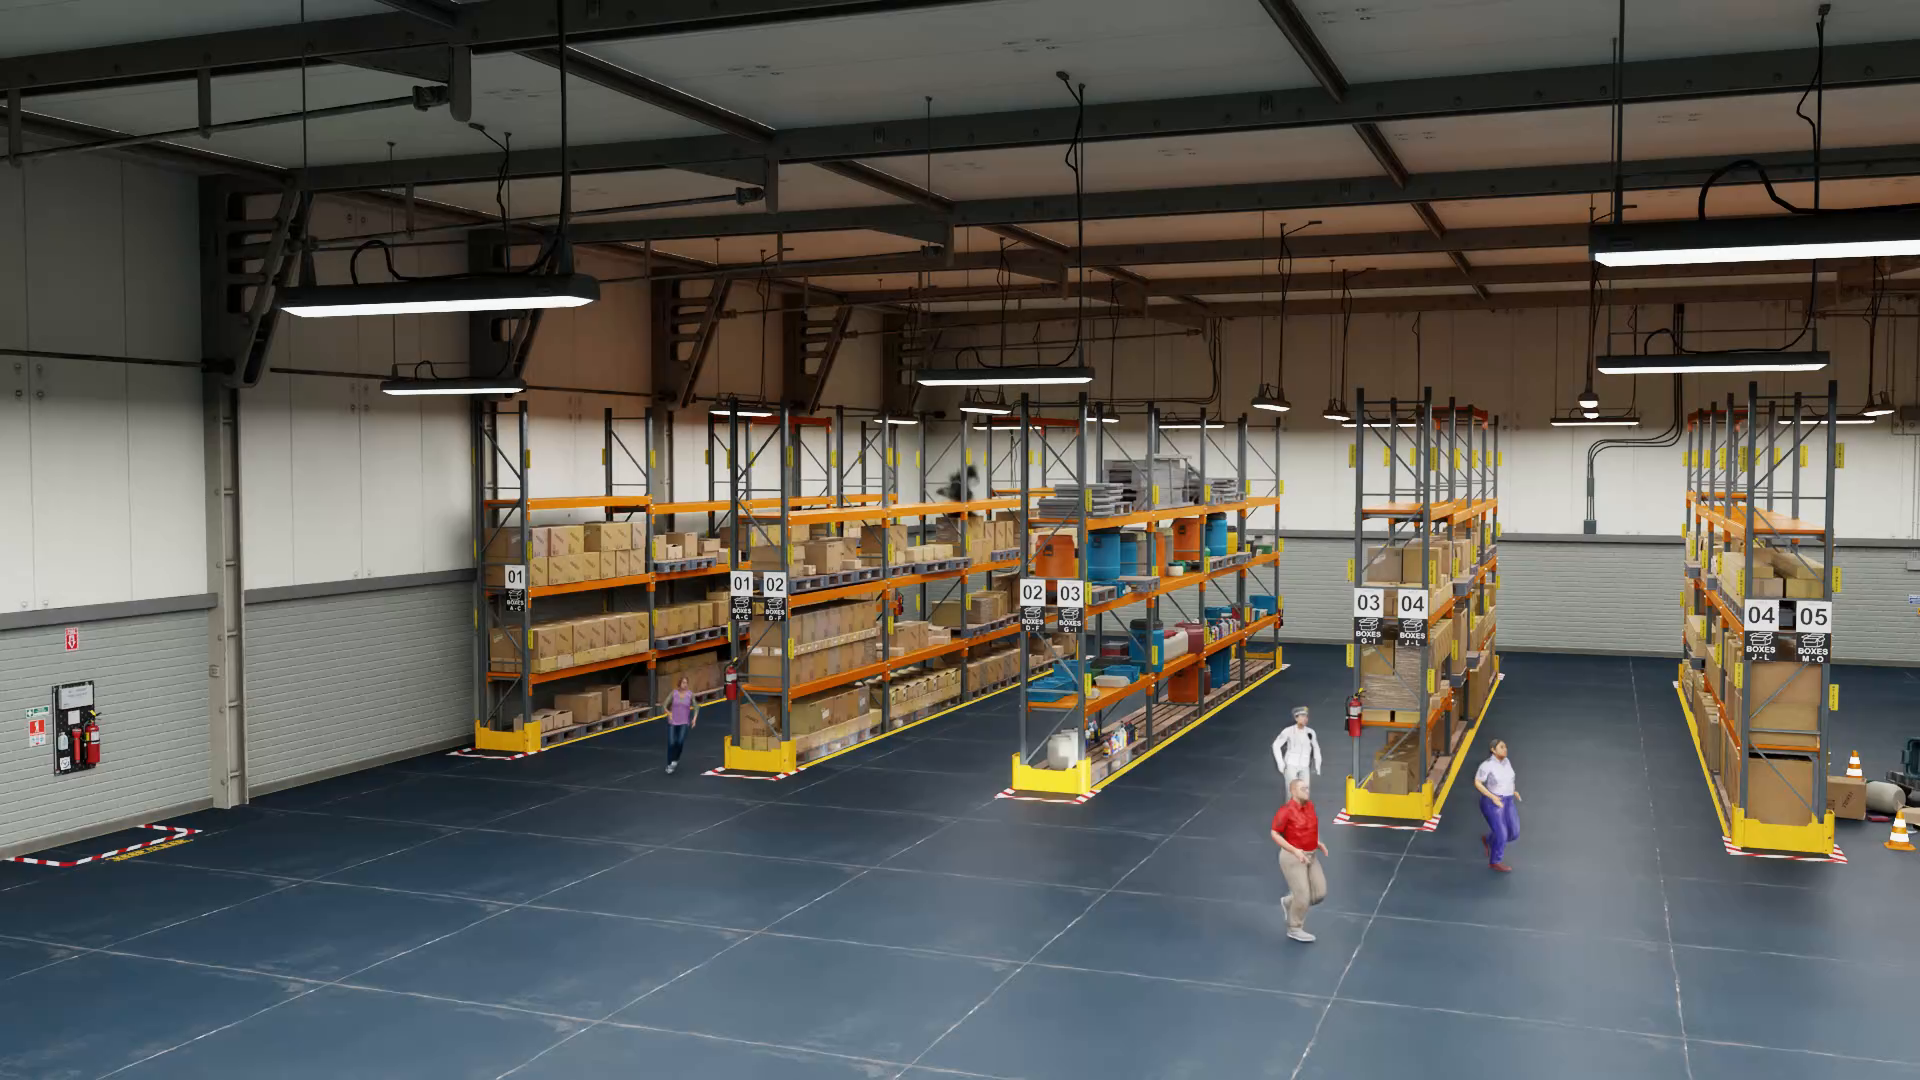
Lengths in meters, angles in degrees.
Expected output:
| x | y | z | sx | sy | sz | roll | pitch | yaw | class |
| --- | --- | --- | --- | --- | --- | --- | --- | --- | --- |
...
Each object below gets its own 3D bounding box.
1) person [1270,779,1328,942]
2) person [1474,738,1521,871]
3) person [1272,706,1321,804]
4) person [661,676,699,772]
| x | y | z | sx | sy | sz | roll | pitch | yaw | class |
| --- | --- | --- | --- | --- | --- | --- | --- | --- | --- |
| 3.515 | 3.317 | 17.309 | 0.646 | 1.670 | 0.596 | -2 | 4 | -37 | person |
| 6.527 | 3.219 | 20.289 | 0.594 | 1.586 | 0.546 | -2 | 3 | -31 | person |
| 4.598 | 3.092 | 22.623 | 0.673 | 1.648 | 0.485 | 0 | 3 | -3 | person |
| -4.463 | 2.953 | 26.523 | 0.596 | 1.529 | 0.516 | 0 | 3 | -8 | person |
